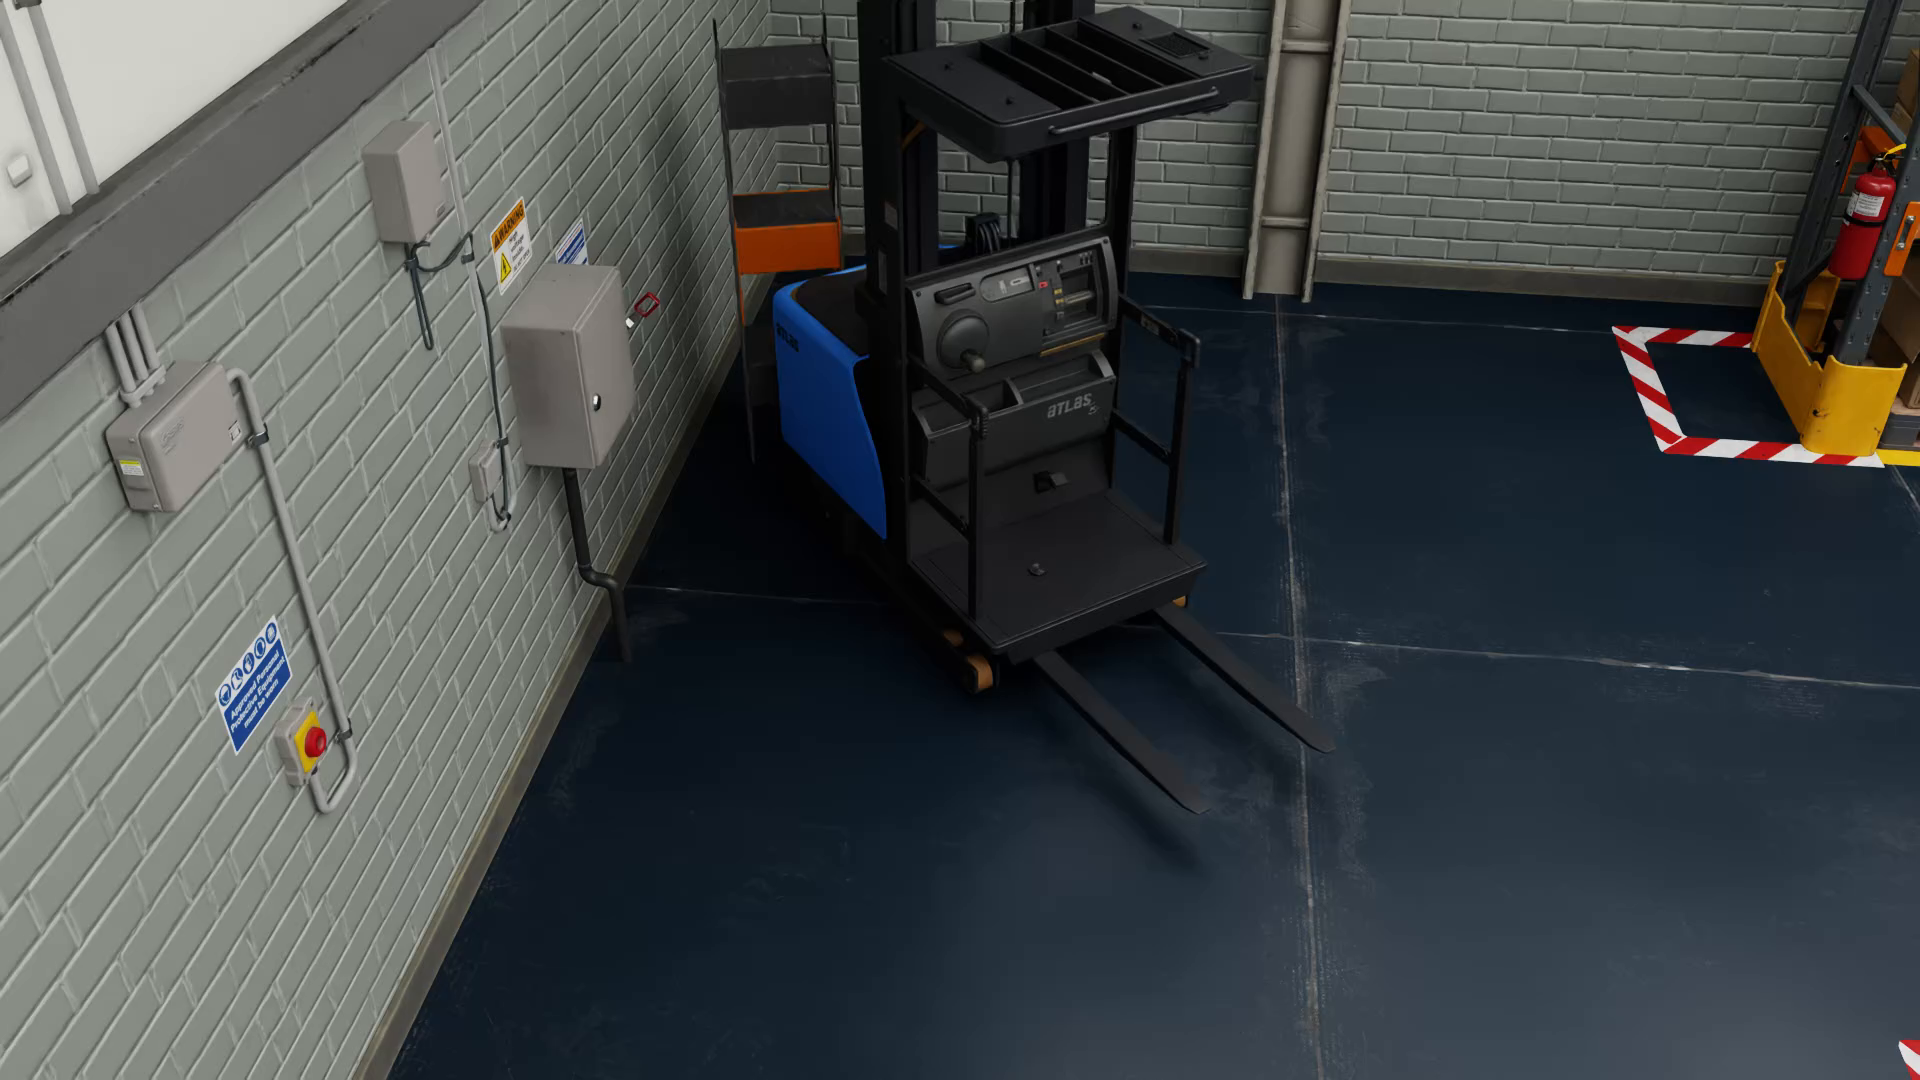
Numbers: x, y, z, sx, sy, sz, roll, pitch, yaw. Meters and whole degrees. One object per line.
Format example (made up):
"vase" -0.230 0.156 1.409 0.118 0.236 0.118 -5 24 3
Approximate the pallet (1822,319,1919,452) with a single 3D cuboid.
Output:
"pallet" 5.293 -0.789 8.674 1.213 0.211 1.003 4 36 6

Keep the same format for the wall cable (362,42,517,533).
"wall cable" -1.629 -0.763 5.363 0.122 1.984 0.588 4 36 6

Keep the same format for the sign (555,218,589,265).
"sign" -1.528 -0.993 6.641 0.001 0.494 0.329 4 36 6

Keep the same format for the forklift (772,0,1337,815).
"forklift" 0.341 -0.874 6.451 1.130 2.935 3.031 -20 40 -25

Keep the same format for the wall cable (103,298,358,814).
"wall cable" -1.798 0.042 4.208 0.123 1.953 0.585 4 36 6

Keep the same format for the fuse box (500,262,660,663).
"fuse box" -1.386 -0.207 6.567 0.414 1.711 0.539 4 36 6

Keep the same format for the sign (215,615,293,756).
"sign" -1.865 0.381 4.401 0.001 0.218 0.327 4 36 6

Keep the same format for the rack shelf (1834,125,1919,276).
"rack shelf" 6.410 -1.548 7.956 4.000 0.370 1.077 4 36 6

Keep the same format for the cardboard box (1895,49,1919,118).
"cardboard box" 4.916 -2.167 8.078 0.500 0.250 0.500 5 36 7

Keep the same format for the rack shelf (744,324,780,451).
"rack shelf" -0.819 -0.791 8.279 0.480 0.518 0.431 -6 36 -8

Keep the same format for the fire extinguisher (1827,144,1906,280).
"fire extinguisher" 4.221 -1.550 7.727 0.183 0.674 0.296 4 36 6

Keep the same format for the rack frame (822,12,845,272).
"rack frame" -0.578 -1.395 7.897 0.015 2.100 0.400 -6 36 -8

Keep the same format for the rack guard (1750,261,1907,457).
"rack guard" 4.502 -0.965 8.672 0.348 0.500 1.175 4 36 6

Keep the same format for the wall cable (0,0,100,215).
"wall cable" -1.880 -1.829 2.566 0.029 3.000 0.463 4 36 6

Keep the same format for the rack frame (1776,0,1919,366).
"rack frame" 4.426 -1.988 7.954 0.127 3.000 1.000 4 36 6

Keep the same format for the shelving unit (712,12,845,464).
"shelving unit" -0.819 -1.371 7.864 0.503 2.100 0.431 -6 36 -8

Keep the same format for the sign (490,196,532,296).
"sign" -1.598 -1.051 5.930 0.001 0.242 0.339 4 36 6

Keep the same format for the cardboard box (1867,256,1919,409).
"cardboard box" 5.021 -1.043 8.417 0.637 0.503 0.797 3 36 4

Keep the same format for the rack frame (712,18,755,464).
"rack frame" -1.060 -1.348 7.831 0.015 2.100 0.400 -6 36 -8

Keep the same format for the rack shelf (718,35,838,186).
"rack shelf" -0.819 -1.930 7.465 0.480 0.518 0.431 -6 36 -8

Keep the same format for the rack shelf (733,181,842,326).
"rack shelf" -0.819 -1.360 7.872 0.480 0.518 0.431 -6 36 -8

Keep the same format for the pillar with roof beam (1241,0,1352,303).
"pillar with roof beam" 1.318 -2.669 3.743 0.400 9.000 9.100 4 36 6

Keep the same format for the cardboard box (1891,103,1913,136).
"cardboard box" 4.789 -2.016 8.209 0.250 0.149 0.380 4 36 5
